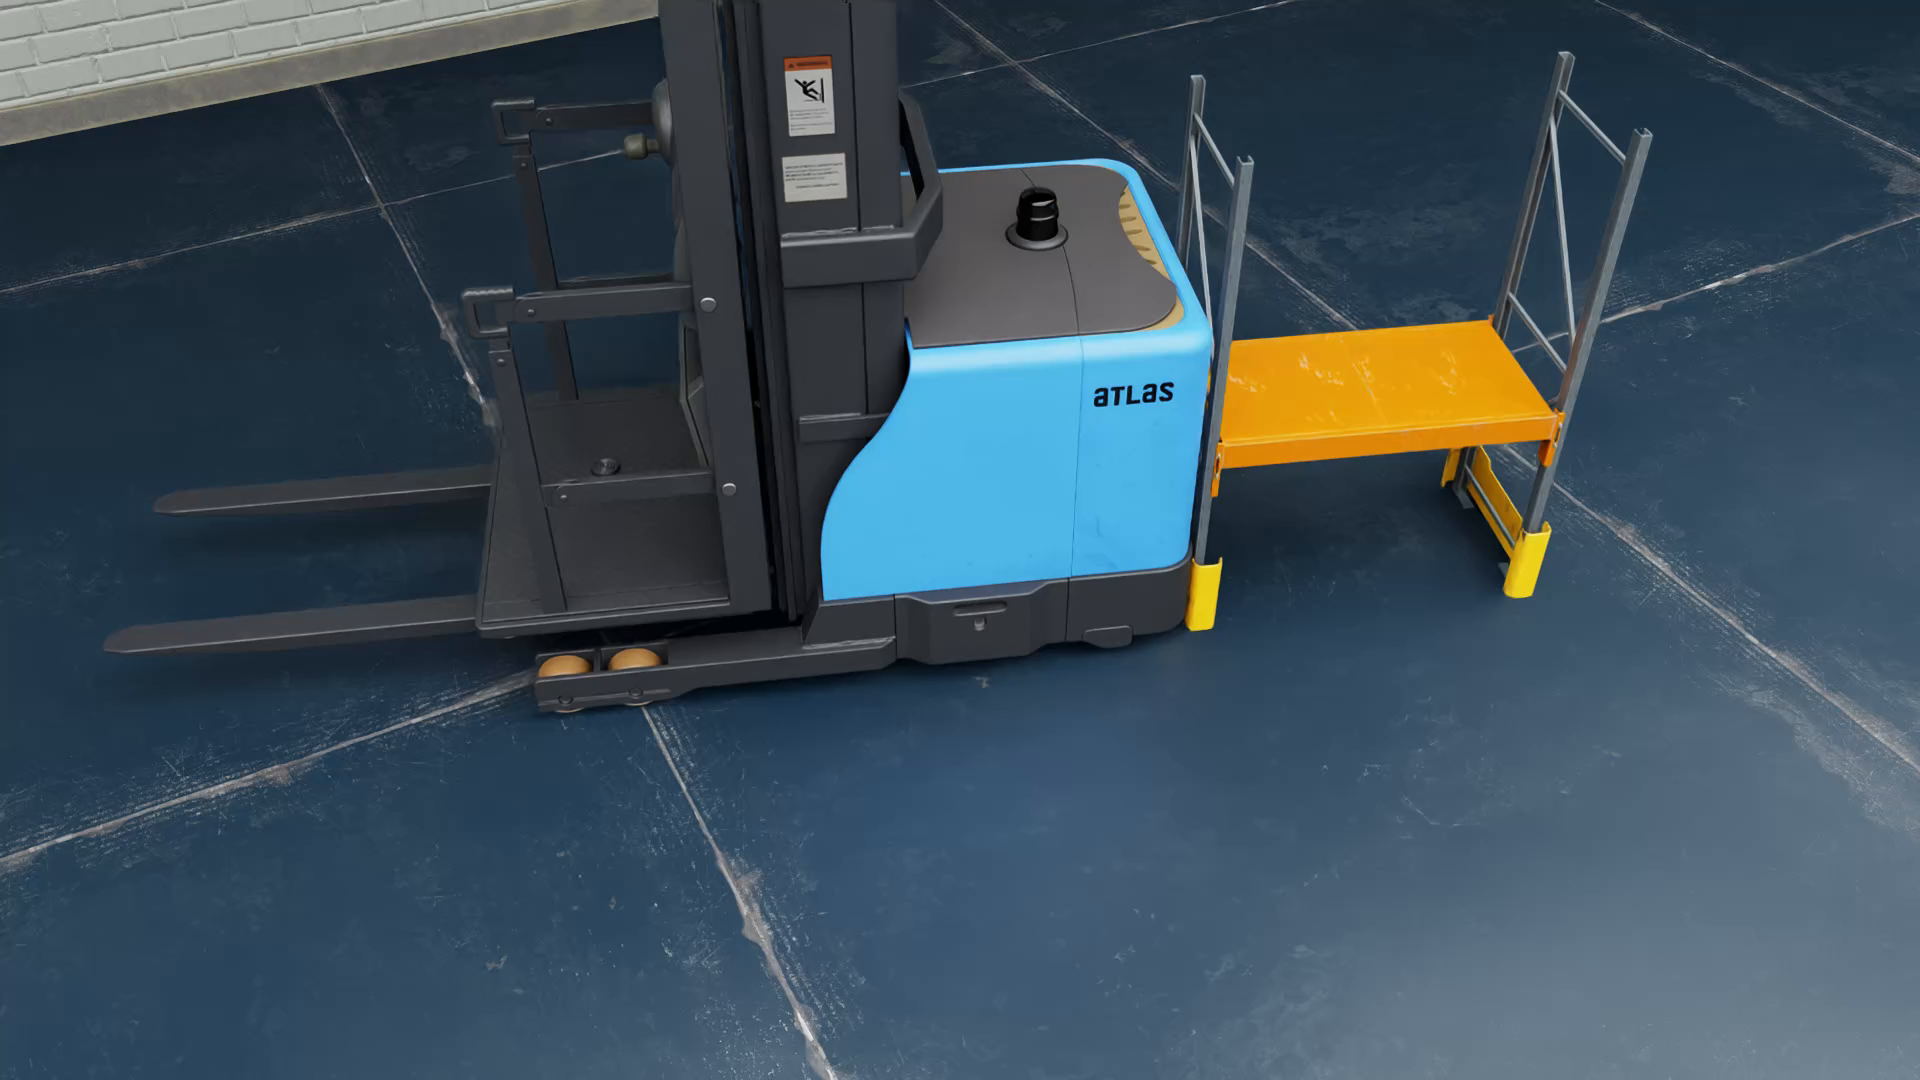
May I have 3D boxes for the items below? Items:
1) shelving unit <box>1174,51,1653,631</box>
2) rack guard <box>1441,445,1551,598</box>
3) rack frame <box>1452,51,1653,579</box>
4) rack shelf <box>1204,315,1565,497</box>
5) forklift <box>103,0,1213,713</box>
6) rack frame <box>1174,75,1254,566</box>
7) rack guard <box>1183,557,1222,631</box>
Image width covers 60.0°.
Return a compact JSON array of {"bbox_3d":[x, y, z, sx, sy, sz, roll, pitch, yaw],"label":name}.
[{"bbox_3d":[1.169,-0.539,4.726,1.083,1.500,0.587,-5,41,-6],"label":"shelving unit"},{"bbox_3d":[1.662,-0.108,5.184,0.087,0.250,0.587,-5,41,-6],"label":"rack guard"},{"bbox_3d":[1.663,-0.585,4.780,0.032,1.500,0.500,-5,41,-6],"label":"rack frame"},{"bbox_3d":[1.160,-0.401,4.841,1.000,0.185,0.538,-5,41,-6],"label":"rack shelf"},{"bbox_3d":[-0.896,-0.999,4.162,3.031,2.935,1.130,-5,41,-6],"label":"forklift"},{"bbox_3d":[0.657,-0.491,4.669,0.032,1.500,0.500,-5,41,-6],"label":"rack frame"},{"bbox_3d":[0.676,-0.016,5.075,0.087,0.250,0.587,-5,41,-6],"label":"rack guard"}]
